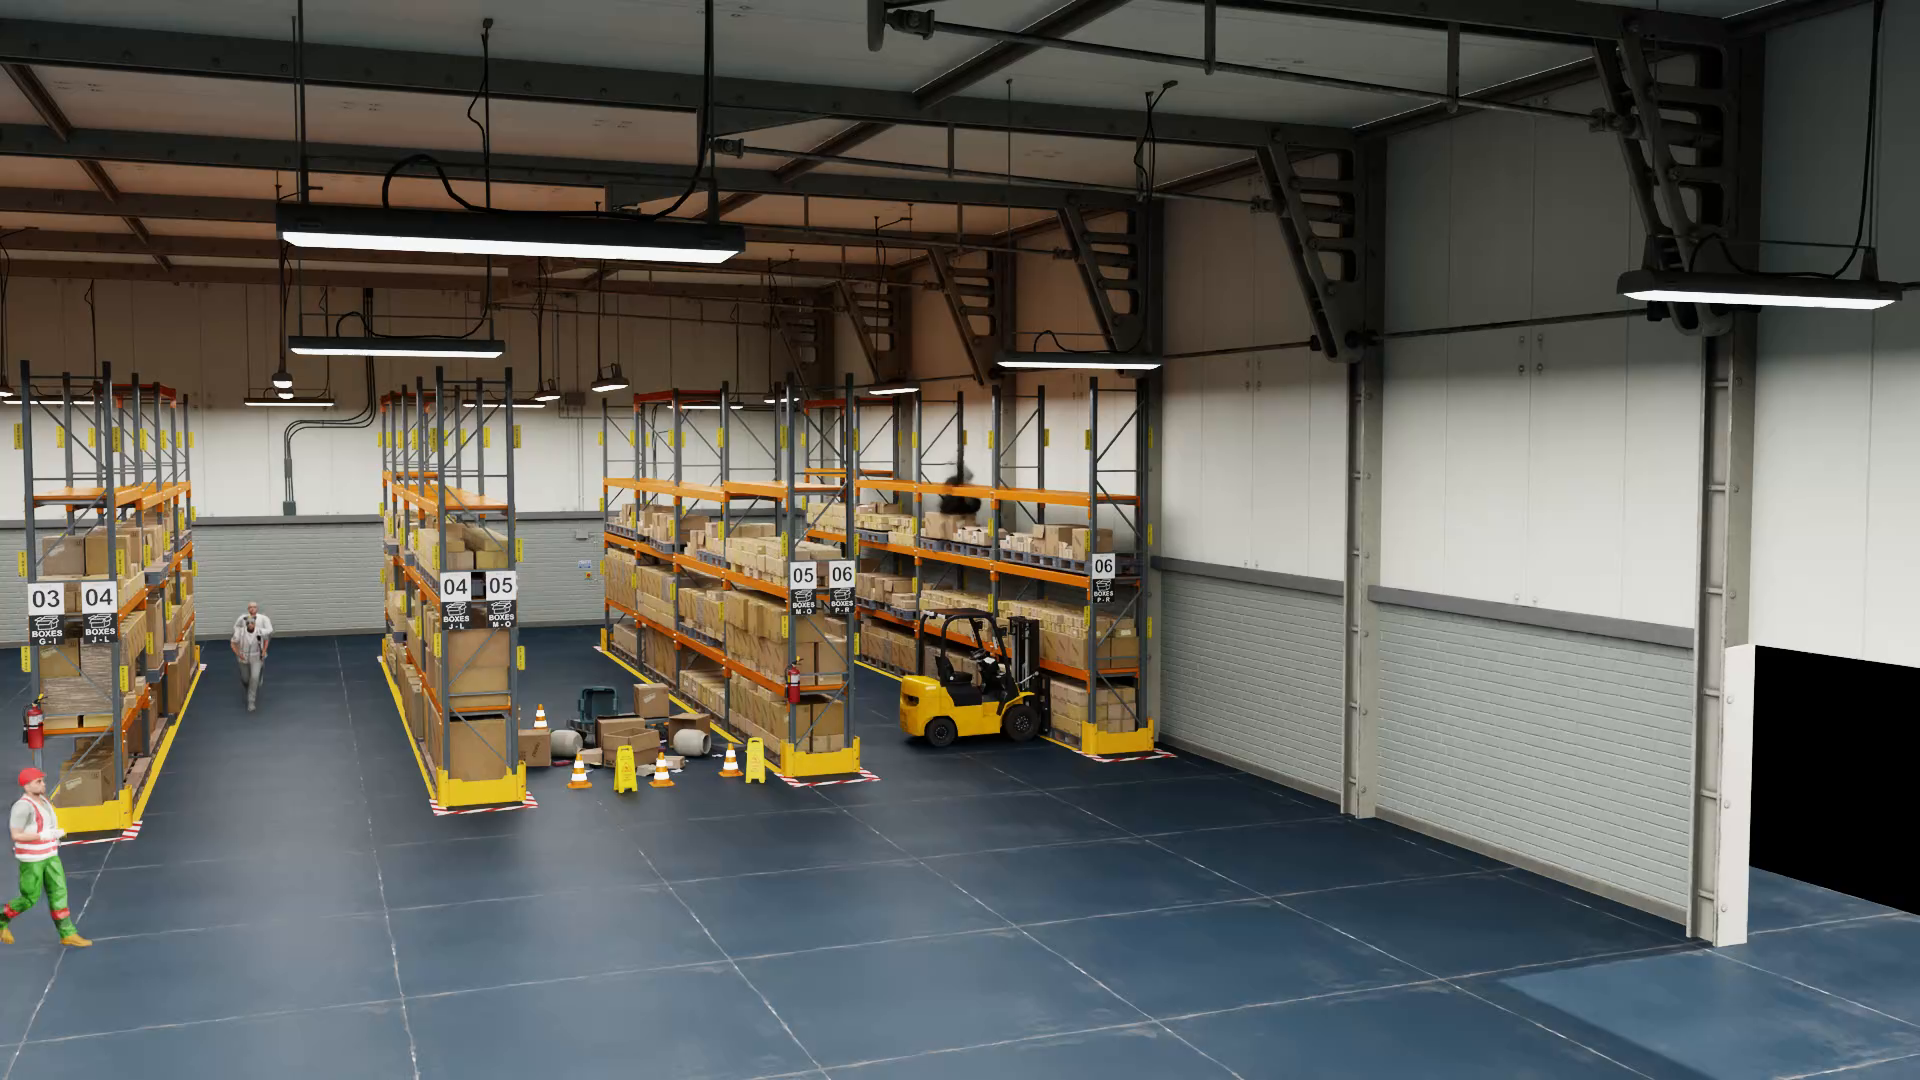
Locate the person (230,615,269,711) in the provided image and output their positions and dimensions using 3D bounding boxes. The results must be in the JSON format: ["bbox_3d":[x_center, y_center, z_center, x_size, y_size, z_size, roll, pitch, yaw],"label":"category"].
[{"bbox_3d":[-13.329,2.270,31.228,0.663,1.775,1.085,-1,4,-21],"label":"person"}]

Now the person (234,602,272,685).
[{"bbox_3d":[-14.075,2.111,33.126,0.714,1.754,1.035,-1,4,-23],"label":"person"}]

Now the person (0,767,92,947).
[{"bbox_3d":[-9.002,3.101,16.227,0.984,1.778,0.654,0,3,2],"label":"person"}]
